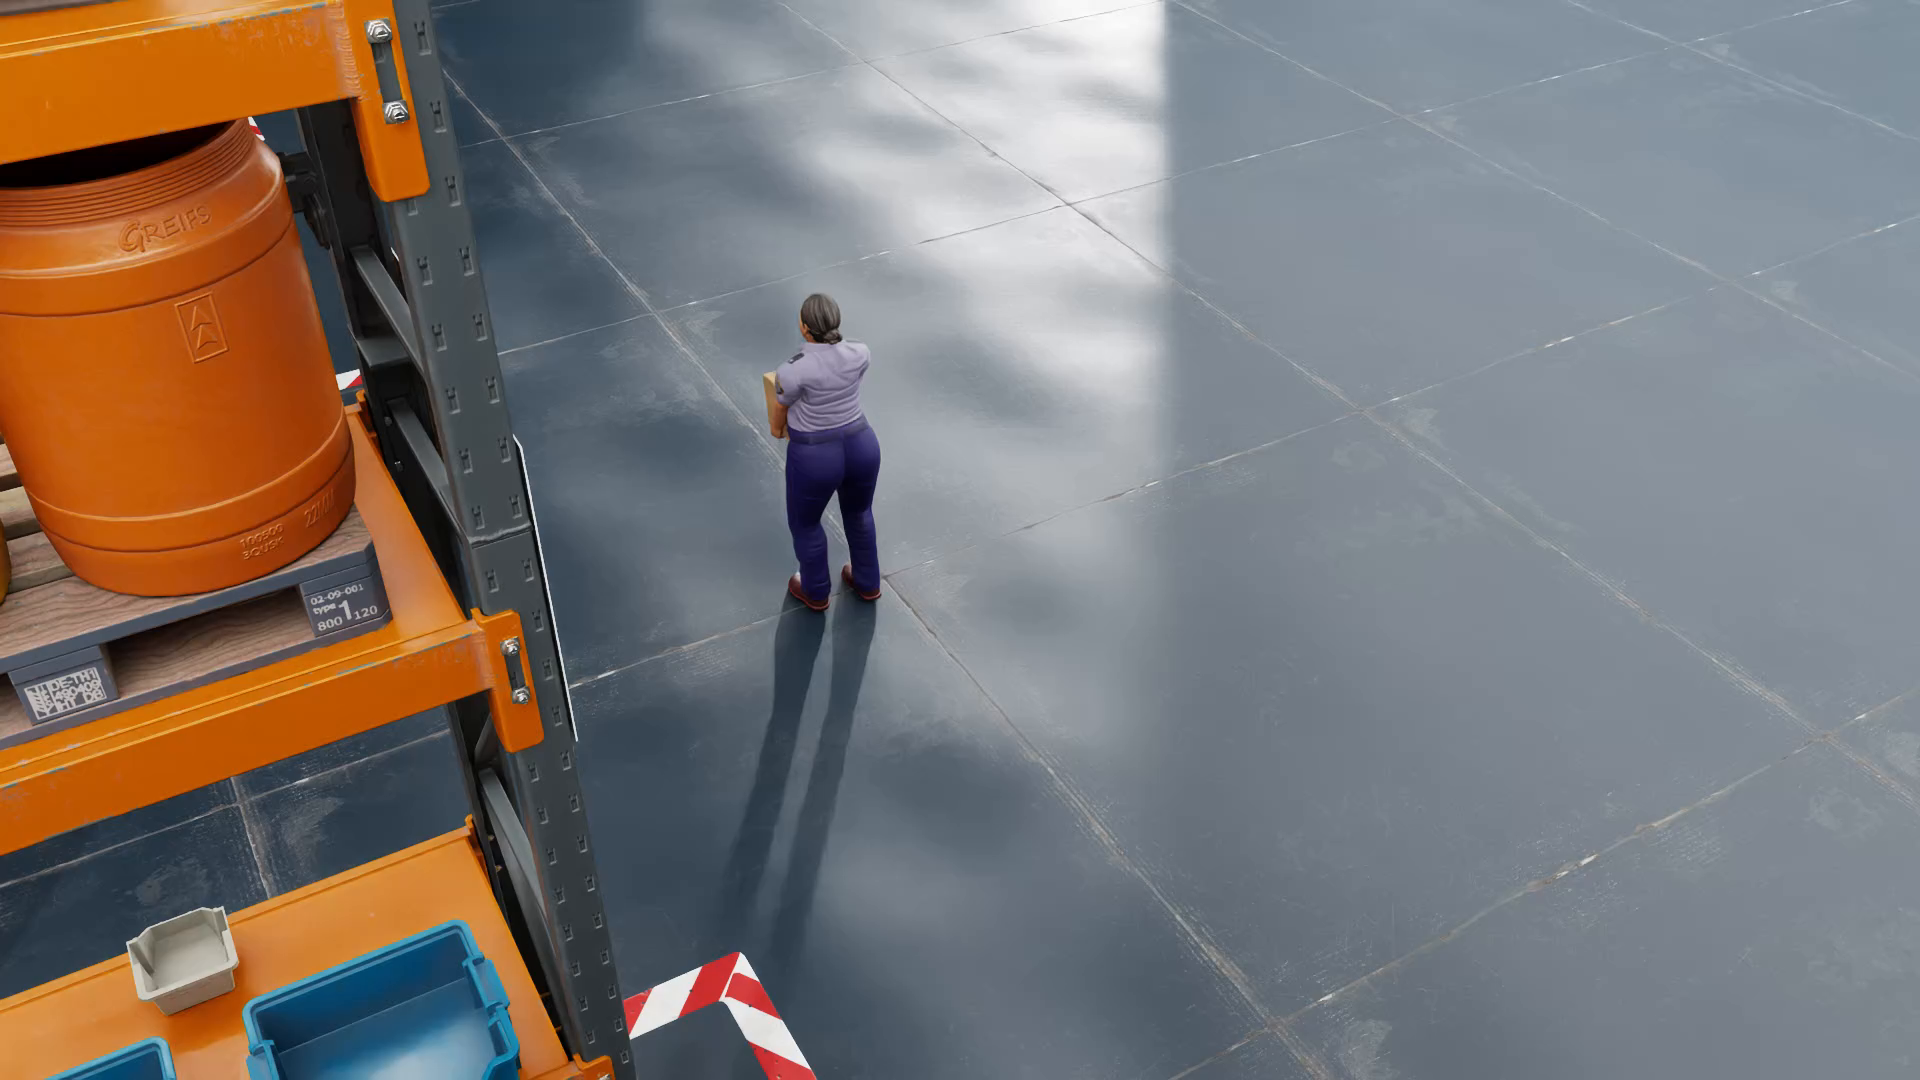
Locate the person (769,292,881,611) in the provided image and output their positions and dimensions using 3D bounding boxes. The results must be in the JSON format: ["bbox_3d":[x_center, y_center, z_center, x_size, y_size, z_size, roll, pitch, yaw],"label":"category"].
[{"bbox_3d":[-0.626,-0.413,7.495,0.435,1.647,0.524,-20,41,-24],"label":"person"}]
